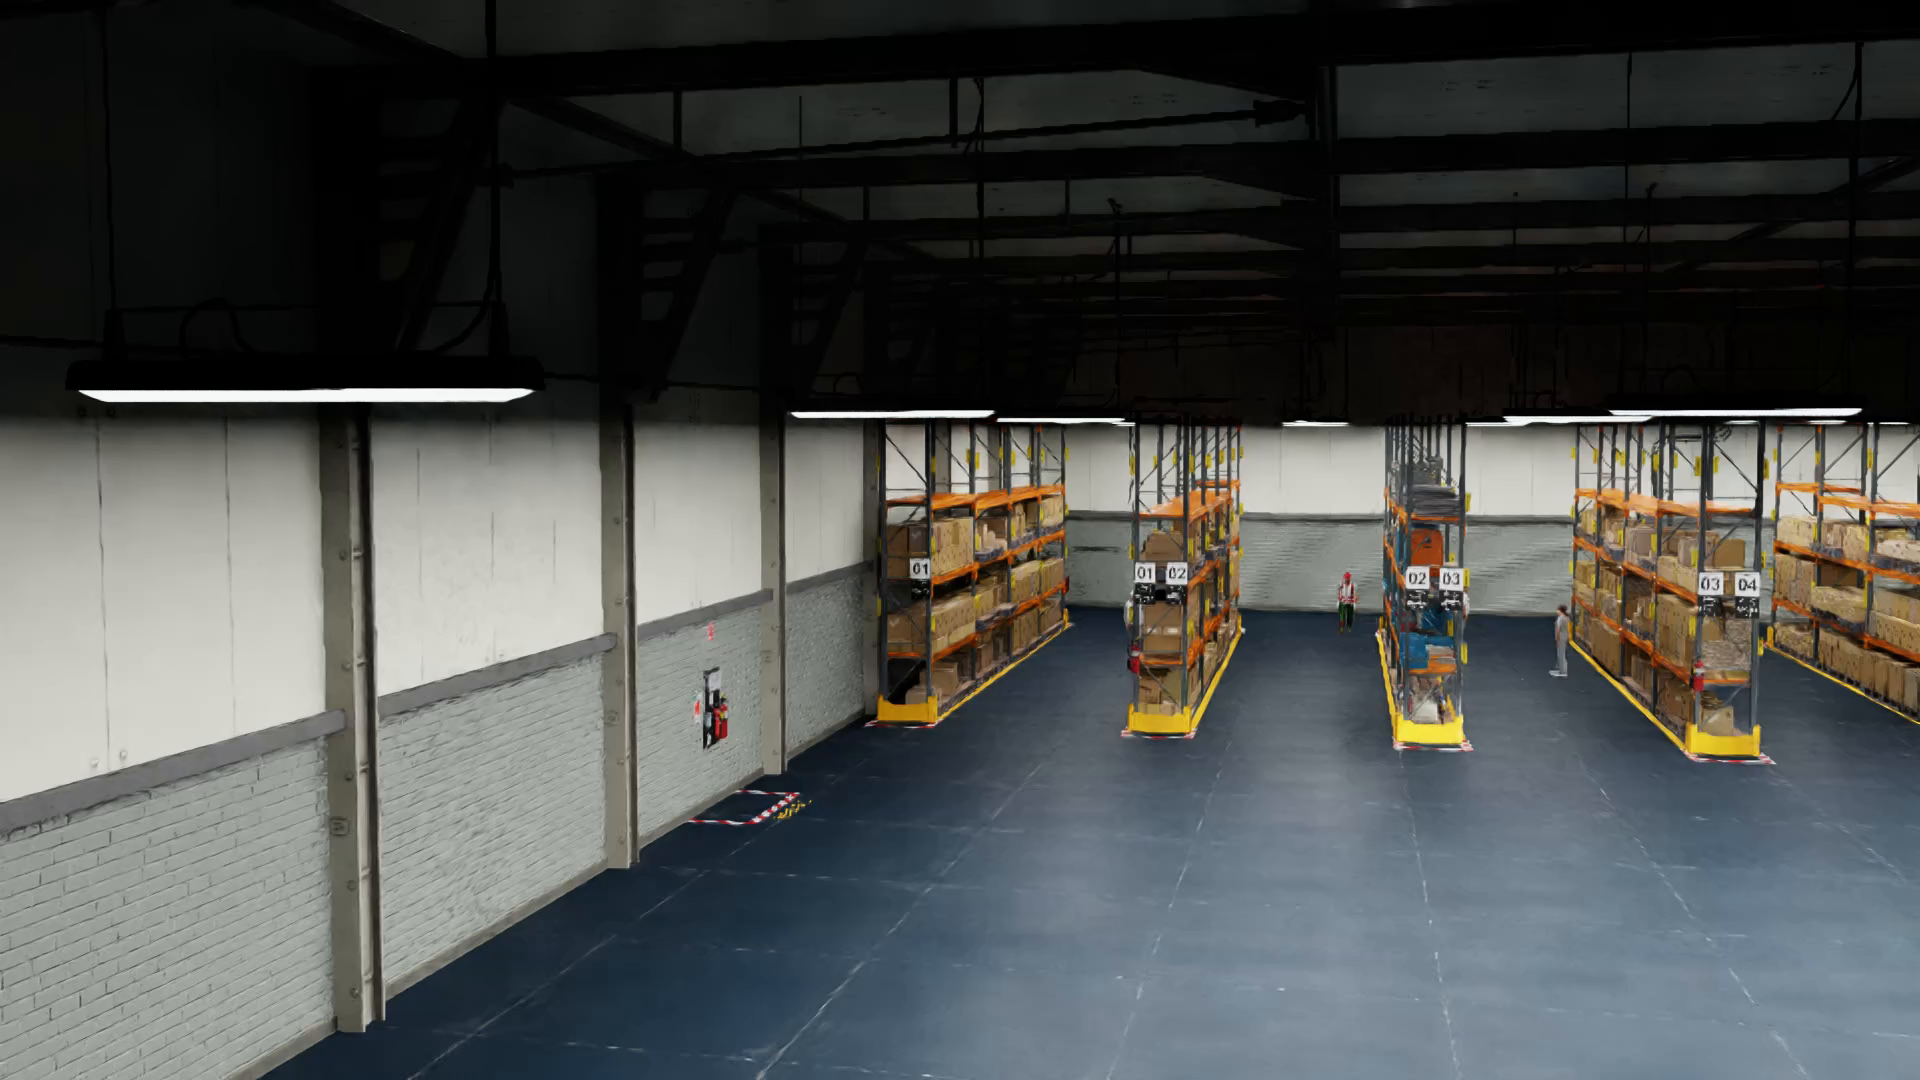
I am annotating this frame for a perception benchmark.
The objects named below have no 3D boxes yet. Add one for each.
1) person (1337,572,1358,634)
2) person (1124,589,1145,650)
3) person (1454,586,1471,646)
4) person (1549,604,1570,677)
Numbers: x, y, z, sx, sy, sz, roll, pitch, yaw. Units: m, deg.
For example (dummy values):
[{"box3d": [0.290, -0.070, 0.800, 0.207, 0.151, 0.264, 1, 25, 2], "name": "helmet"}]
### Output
[{"box3d": [10.745, 1.728, 46.155, 0.555, 1.705, 1.116, 1, 4, 16], "name": "person"}, {"box3d": [4.352, 2.059, 41.482, 0.543, 1.698, 1.104, 1, 4, 15], "name": "person"}, {"box3d": [13.091, 1.944, 43.368, 0.393, 1.674, 0.635, 0, 4, 6], "name": "person"}, {"box3d": [13.763, 2.292, 38.171, 0.476, 1.675, 0.487, 3, 5, 42], "name": "person"}]
